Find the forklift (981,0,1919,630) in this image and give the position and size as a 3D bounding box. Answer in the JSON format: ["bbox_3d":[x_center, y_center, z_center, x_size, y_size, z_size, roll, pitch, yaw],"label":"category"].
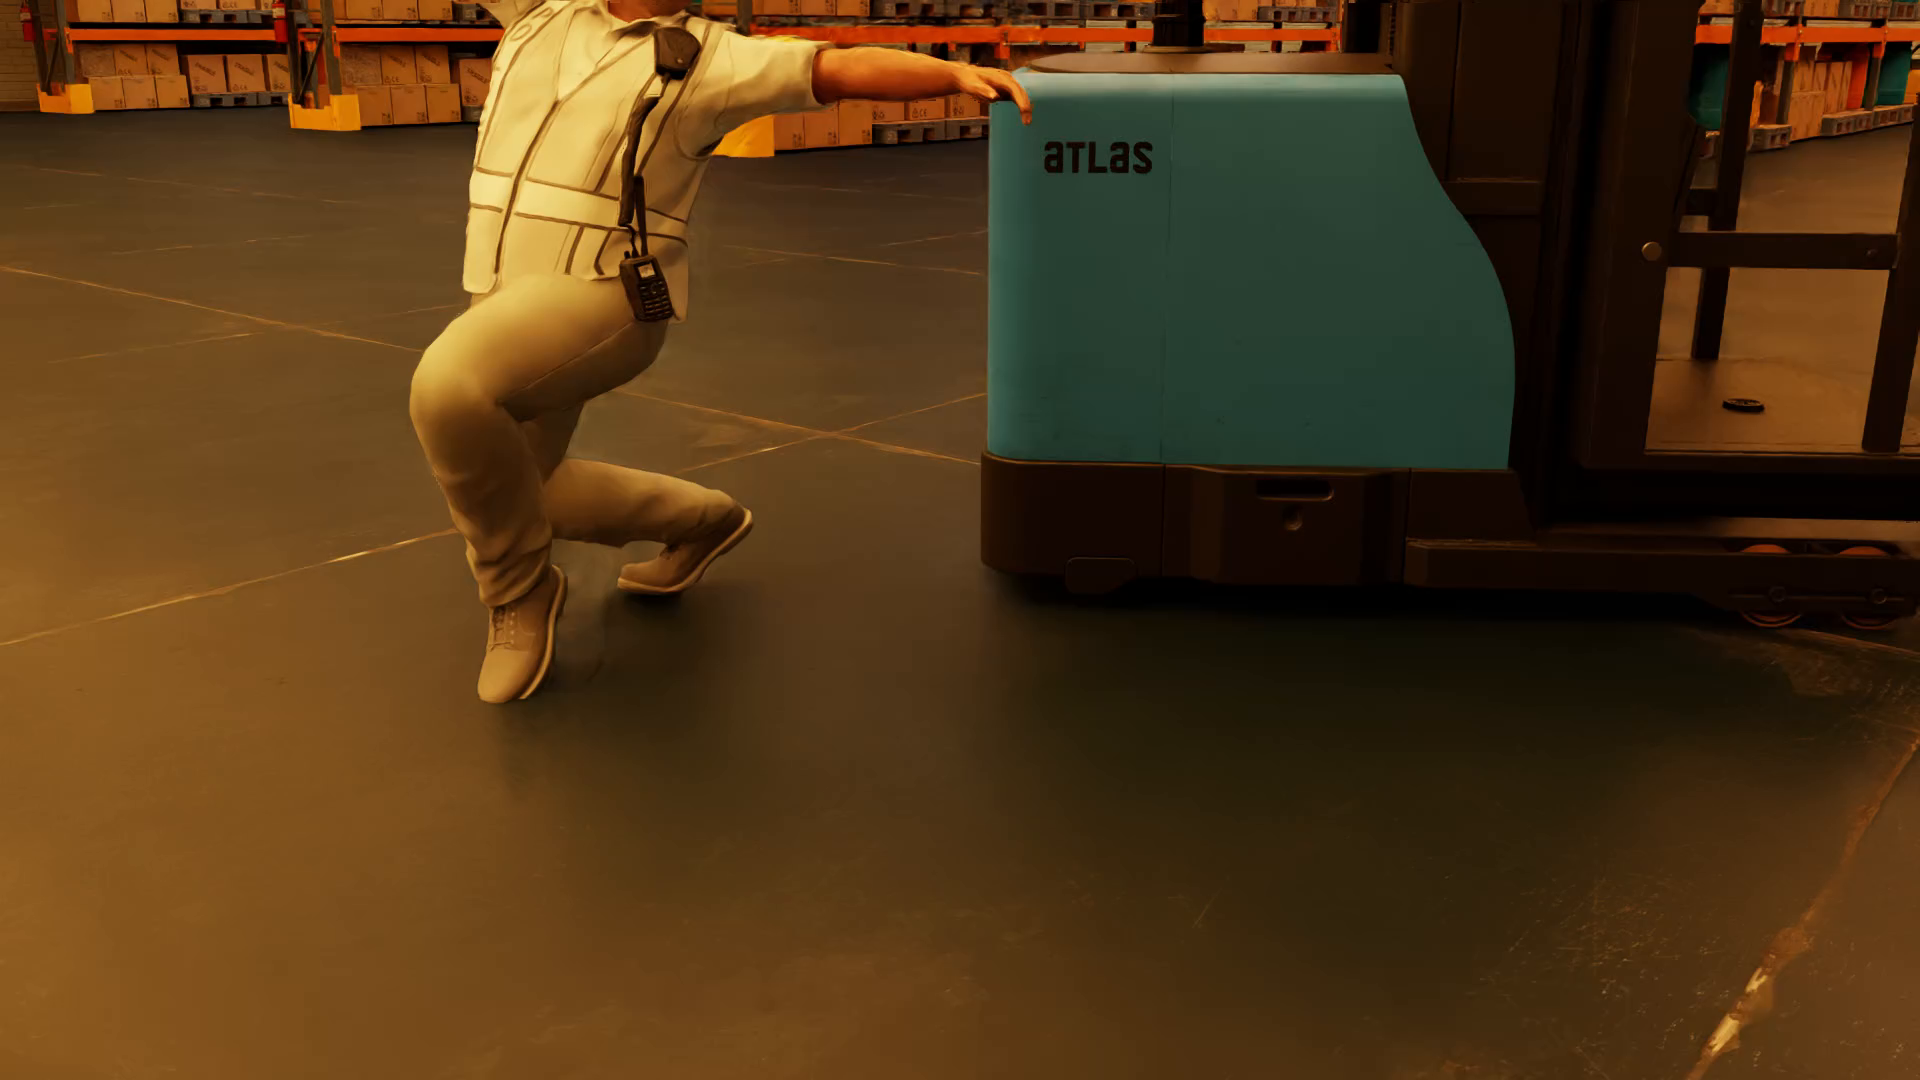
[{"bbox_3d":[1.588,-1.382,3.448,3.031,2.935,1.130,1,17,4],"label":"forklift"}]

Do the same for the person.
[{"bbox_3d":[-0.513,-0.470,2.992,1.078,1.535,0.880,11,20,32],"label":"person"}]
